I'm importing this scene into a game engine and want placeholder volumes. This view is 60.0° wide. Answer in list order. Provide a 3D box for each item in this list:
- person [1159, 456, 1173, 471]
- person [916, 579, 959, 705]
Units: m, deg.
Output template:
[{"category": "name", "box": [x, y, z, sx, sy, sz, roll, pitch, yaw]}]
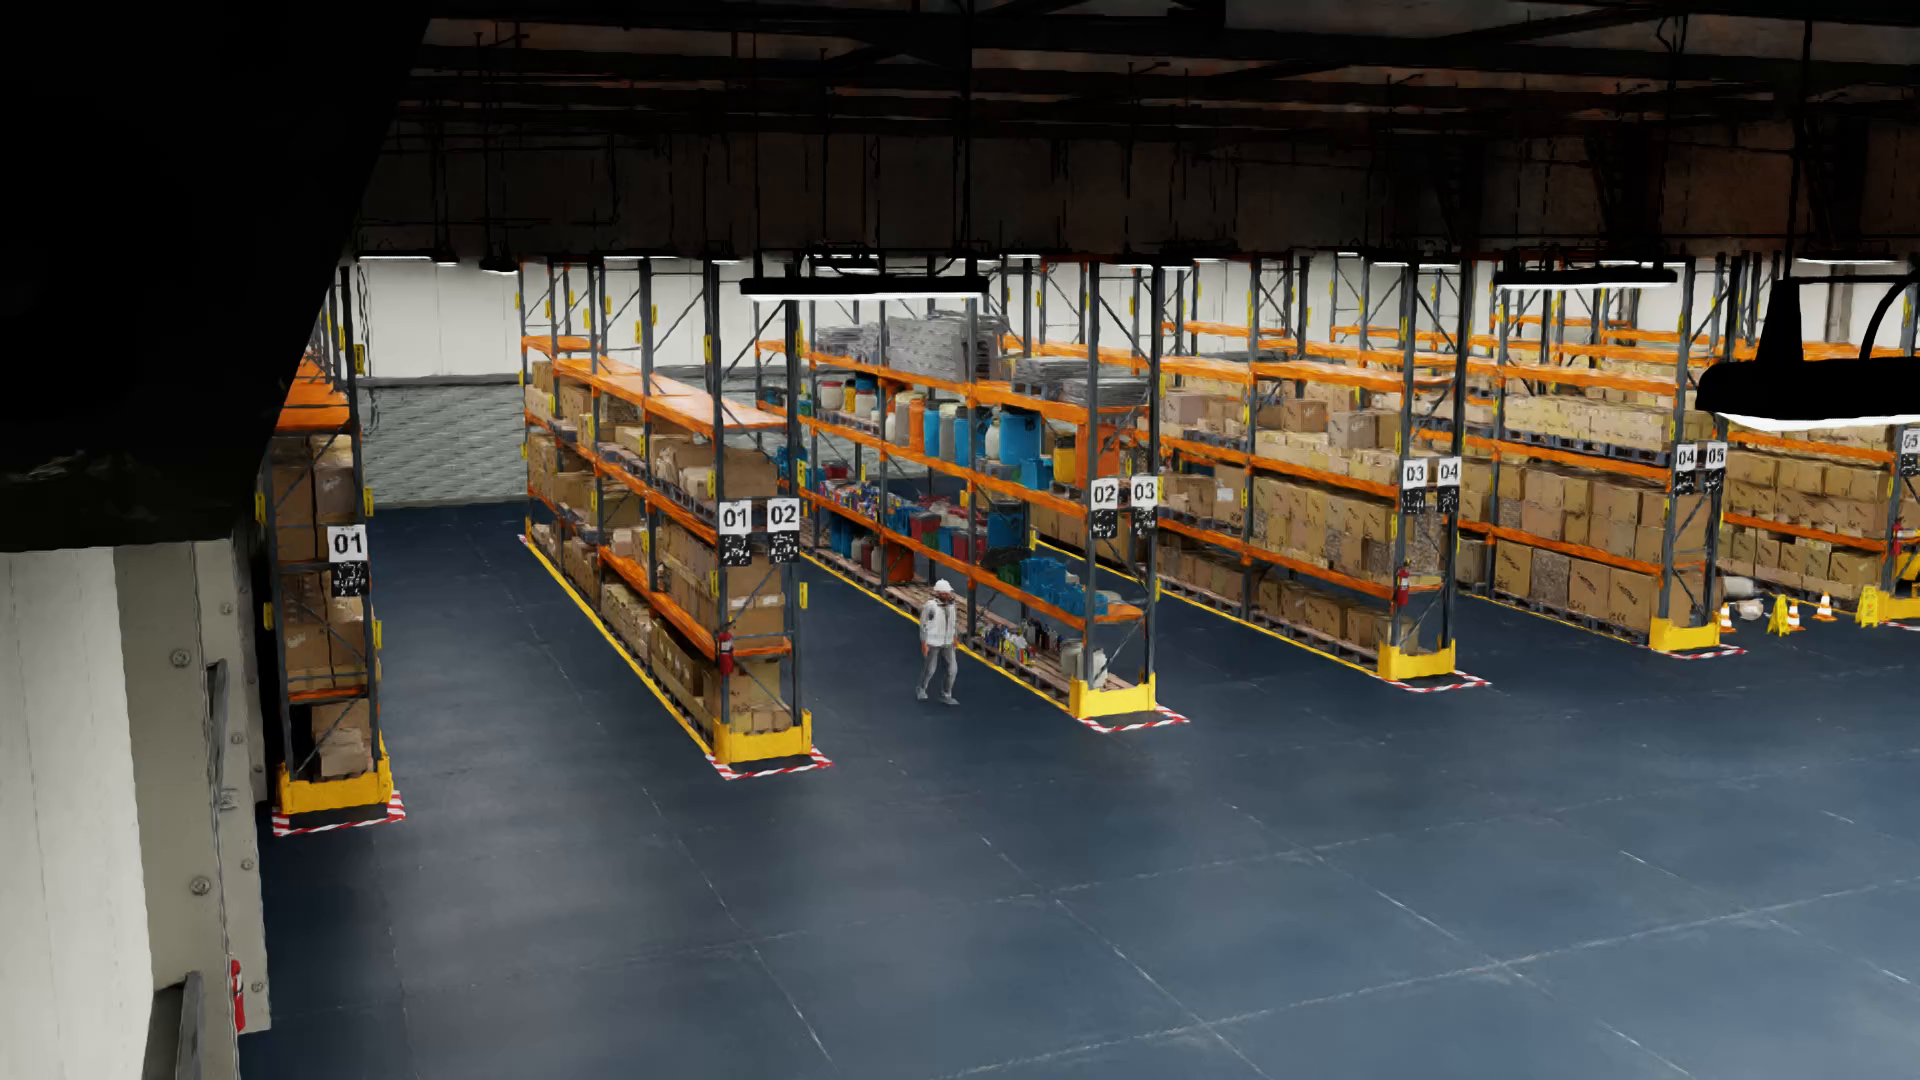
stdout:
[{"category": "person", "box": [4.558, -1.133, 36.933, 0.417, 1.517, 1.037, -4, 11, -20]}, {"category": "person", "box": [-0.325, 1.364, 22.771, 0.660, 1.741, 0.682, -6, 12, -31]}]
